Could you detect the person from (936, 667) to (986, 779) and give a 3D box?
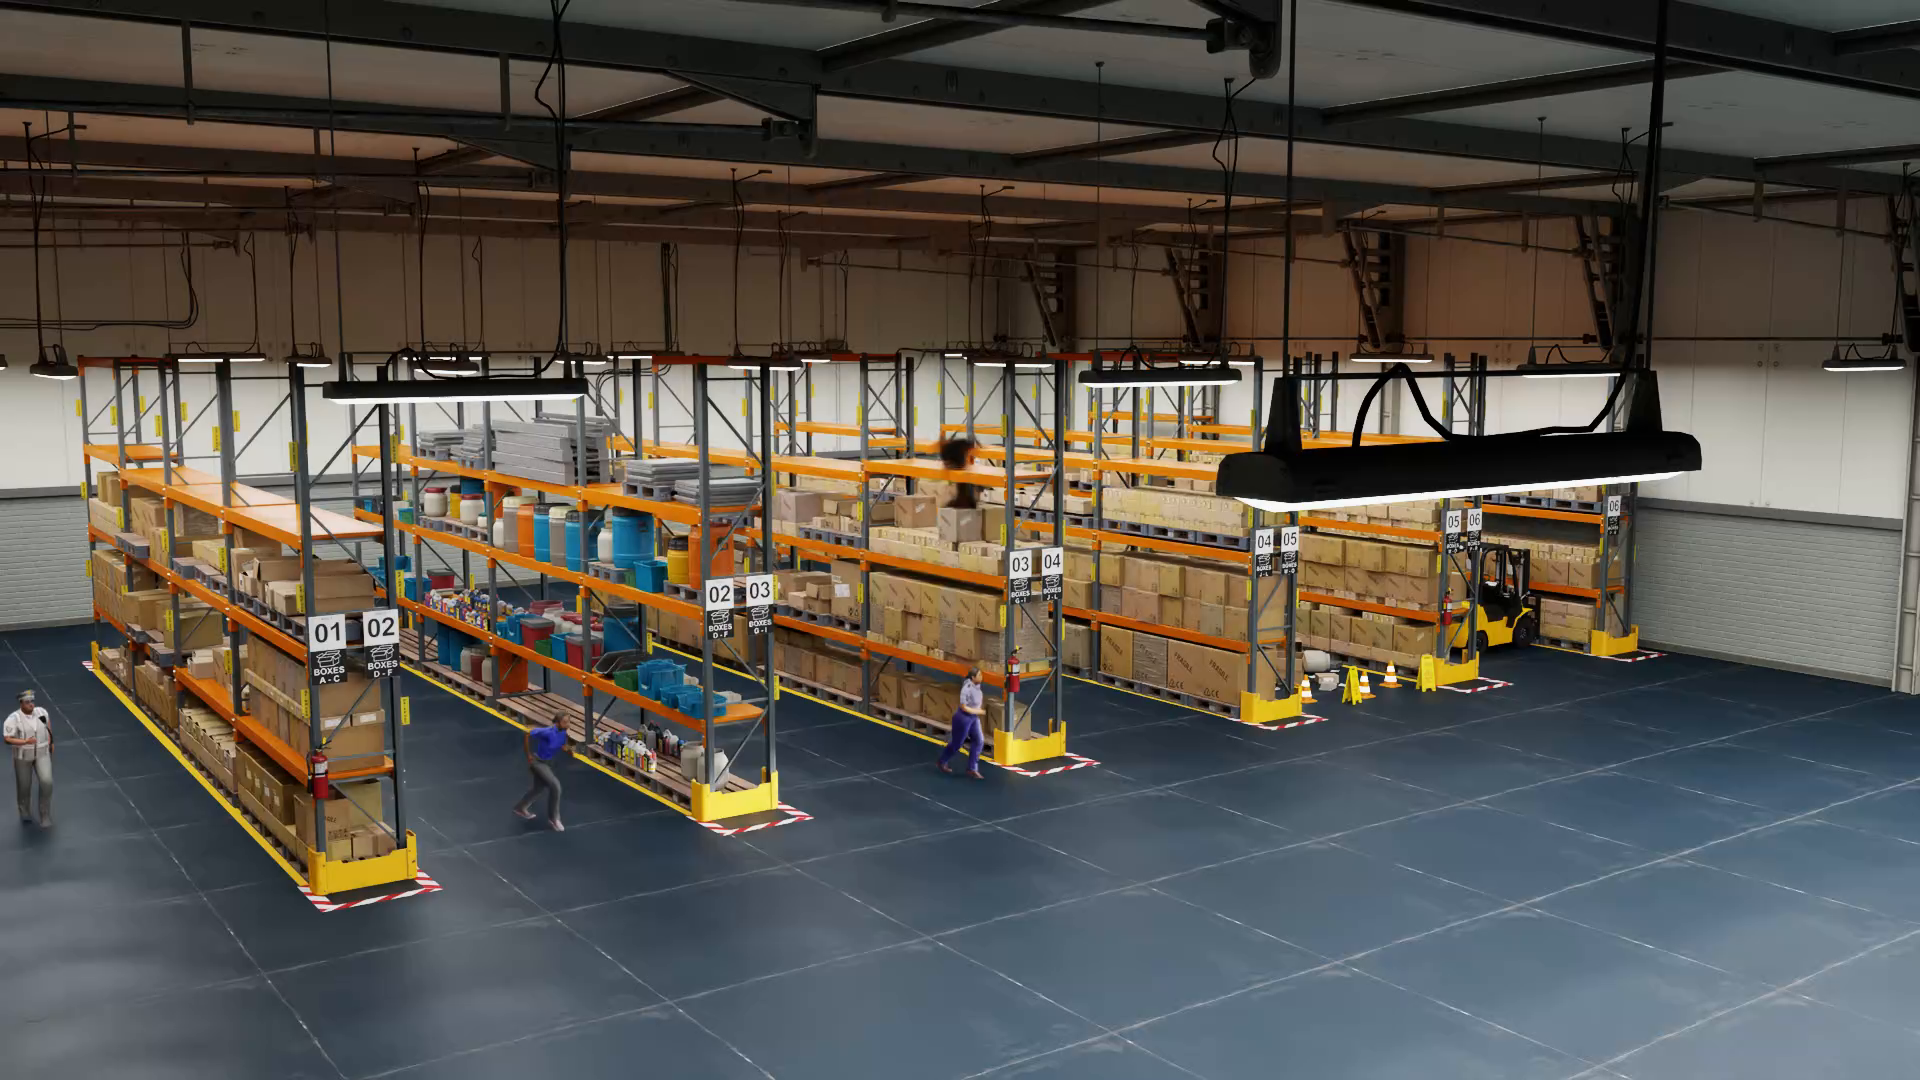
[{"bbox_3d":[0.007,2.642,24.075,0.765,1.642,0.585,4,8,28],"label":"person"}]

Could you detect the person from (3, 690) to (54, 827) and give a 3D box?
[{"bbox_3d":[-12.108,2.845,21.666,0.612,1.838,0.855,-6,9,-41],"label":"person"}]

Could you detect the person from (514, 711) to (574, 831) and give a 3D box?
[{"bbox_3d":[-5.431,2.996,21.543,0.955,1.585,0.623,3,8,25],"label":"person"}]
